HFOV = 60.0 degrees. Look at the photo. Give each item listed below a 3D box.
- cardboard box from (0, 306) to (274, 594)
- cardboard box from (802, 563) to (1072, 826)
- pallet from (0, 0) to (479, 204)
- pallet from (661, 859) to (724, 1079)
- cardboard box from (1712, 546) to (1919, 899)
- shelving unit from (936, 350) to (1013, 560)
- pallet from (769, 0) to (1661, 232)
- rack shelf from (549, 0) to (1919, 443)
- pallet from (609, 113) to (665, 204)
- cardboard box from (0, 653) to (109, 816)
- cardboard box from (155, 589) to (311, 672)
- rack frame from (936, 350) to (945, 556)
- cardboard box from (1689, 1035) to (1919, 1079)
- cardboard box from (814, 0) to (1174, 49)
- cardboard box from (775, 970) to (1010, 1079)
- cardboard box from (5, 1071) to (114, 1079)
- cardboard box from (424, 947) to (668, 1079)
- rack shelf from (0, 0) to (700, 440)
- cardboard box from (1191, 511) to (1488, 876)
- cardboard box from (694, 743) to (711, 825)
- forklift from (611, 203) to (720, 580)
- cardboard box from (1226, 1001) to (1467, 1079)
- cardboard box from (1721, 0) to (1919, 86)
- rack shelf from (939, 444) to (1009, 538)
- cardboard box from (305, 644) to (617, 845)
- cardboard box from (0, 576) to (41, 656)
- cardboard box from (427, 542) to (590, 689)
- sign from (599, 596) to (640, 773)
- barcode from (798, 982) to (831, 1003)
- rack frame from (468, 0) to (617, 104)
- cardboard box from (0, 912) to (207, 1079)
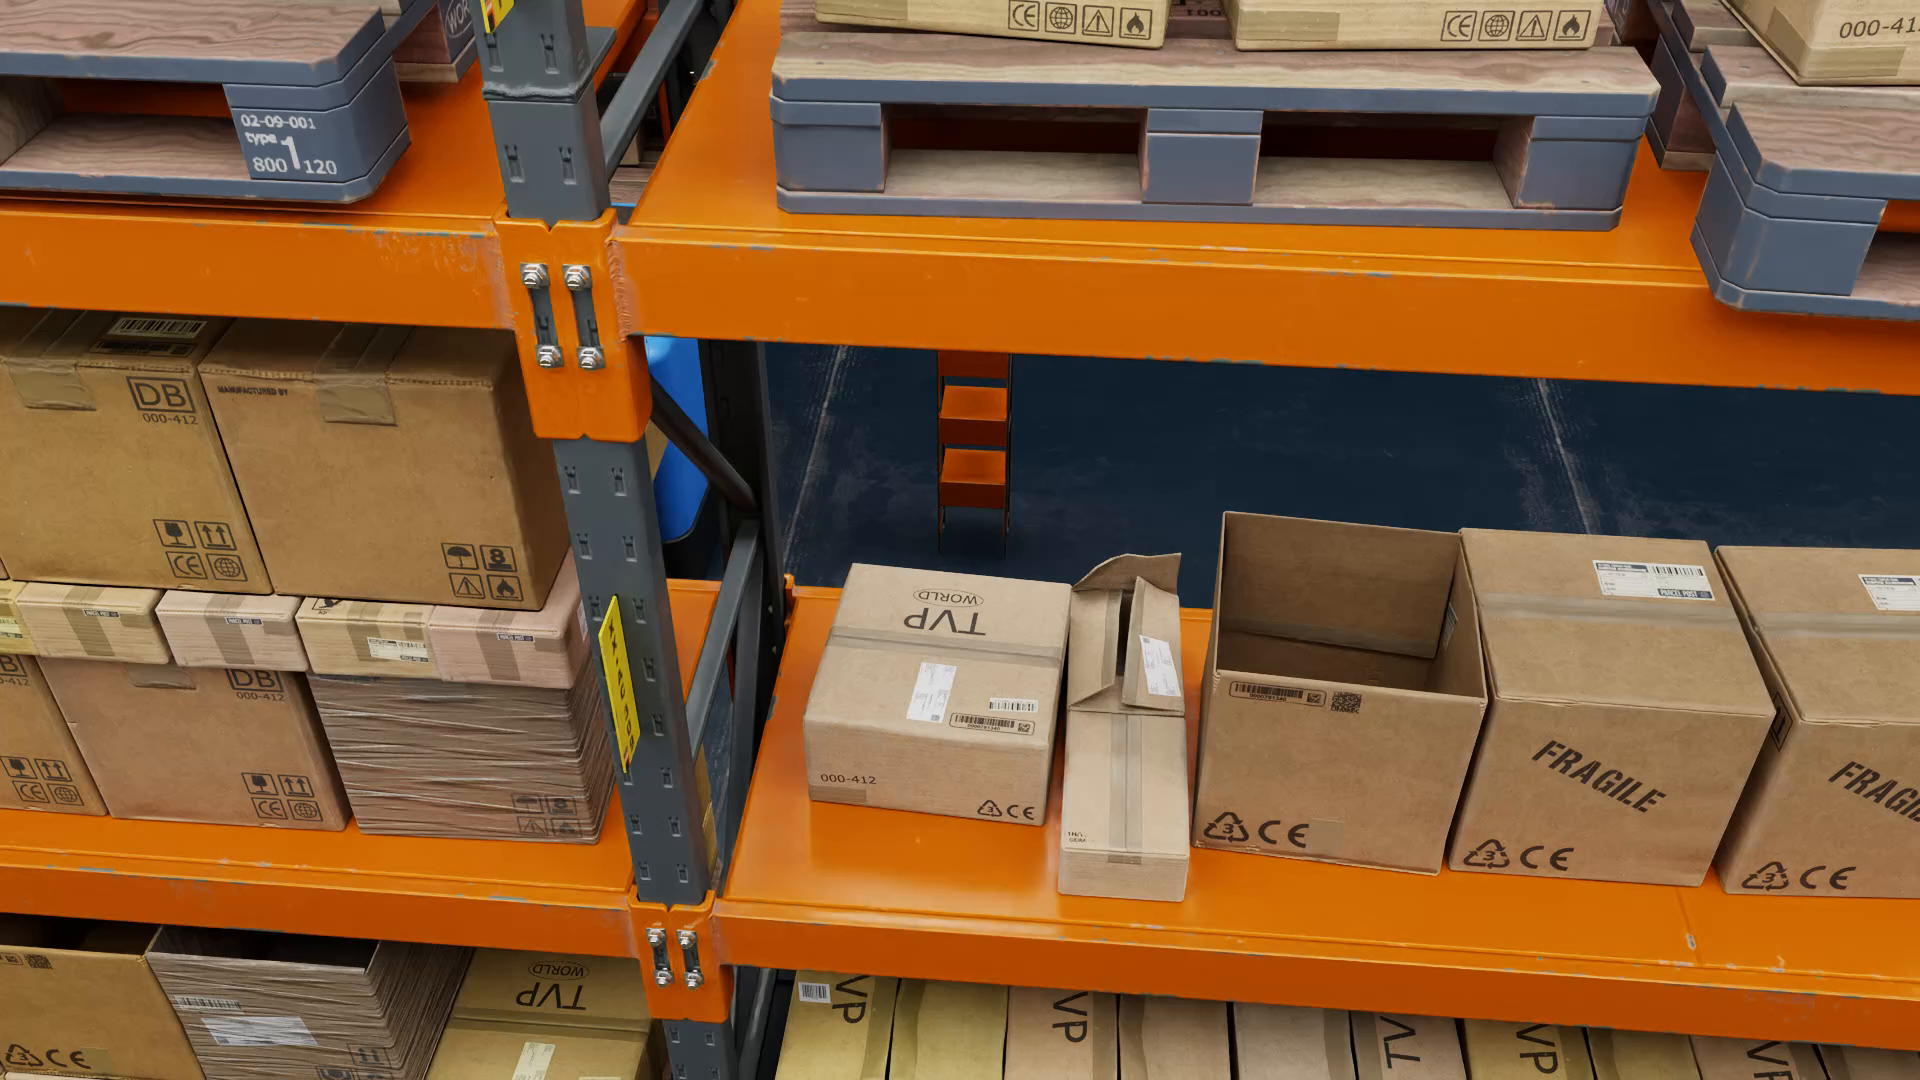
[{"bbox_3d":[-1.476,-0.323,3.164,0.500,0.500,0.700,3,39,4],"label":"cardboard box"},{"bbox_3d":[-0.035,0.323,3.595,0.500,0.250,0.500,5,39,7],"label":"cardboard box"},{"bbox_3d":[-1.382,-0.893,2.665,1.213,0.211,1.003,3,39,4],"label":"pallet"},{"bbox_3d":[-1.318,1.278,4.513,1.213,0.211,1.003,3,39,4],"label":"pallet"},{"bbox_3d":[1.782,0.364,3.348,0.500,0.500,0.500,1,39,1],"label":"cardboard box"},{"bbox_3d":[0.053,-0.404,5.915,0.252,1.050,0.215,3,39,4],"label":"shelving unit"},{"bbox_3d":[0.350,-0.784,2.612,1.217,0.209,0.805,2,39,2],"label":"pallet"},{"bbox_3d":[1.463,-0.510,2.694,4.000,0.370,1.077,3,39,4],"label":"rack shelf"},{"bbox_3d":[-1.997,-1.848,8.353,1.213,0.211,1.003,3,39,4],"label":"pallet"},{"bbox_3d":[-1.998,0.152,3.607,0.500,0.500,0.700,4,39,5],"label":"cardboard box"},{"bbox_3d":[-1.326,0.068,3.197,0.250,0.149,0.380,2,39,3],"label":"cardboard box"},{"bbox_3d":[-0.068,-0.411,5.923,0.008,1.050,0.200,3,39,4],"label":"rack frame"},{"bbox_3d":[1.891,1.243,3.749,0.500,0.311,0.500,3,39,4],"label":"cardboard box"},{"bbox_3d":[0.083,-0.963,2.467,0.500,0.250,0.500,7,40,8],"label":"cardboard box"},{"bbox_3d":[-0.139,1.131,3.886,0.500,0.311,0.500,3,39,4],"label":"cardboard box"},{"bbox_3d":[-2.007,1.230,4.208,0.500,0.250,0.500,3,39,4],"label":"cardboard box"},{"bbox_3d":[-1.010,1.281,4.145,0.500,0.250,0.500,3,39,4],"label":"cardboard box"},{"bbox_3d":[-2.522,-0.727,2.961,4.000,0.370,1.077,3,39,4],"label":"rack shelf"},{"bbox_3d":[0.759,0.308,3.417,0.500,0.500,0.500,6,40,7],"label":"cardboard box"},{"bbox_3d":[-0.965,0.656,4.319,0.500,0.500,0.500,3,39,4],"label":"cardboard box"},{"bbox_3d":[-2.380,-1.318,5.548,3.031,2.935,1.130,4,39,5],"label":"forklift"},{"bbox_3d":[0.875,1.189,3.814,0.500,0.311,0.500,2,39,2],"label":"cardboard box"},{"bbox_3d":[1.370,-0.860,2.340,0.500,0.250,0.500,0,39,0],"label":"cardboard box"},{"bbox_3d":[0.053,-0.180,6.097,0.240,0.259,0.215,3,39,4],"label":"rack shelf"},{"bbox_3d":[-0.972,0.207,3.541,0.500,0.500,0.700,2,39,3],"label":"cardboard box"},{"bbox_3d":[-1.833,0.039,3.233,0.250,0.149,0.380,3,39,4],"label":"cardboard box"},{"bbox_3d":[-0.819,0.095,3.164,0.250,0.149,0.380,3,39,4],"label":"cardboard box"},{"bbox_3d":[-0.576,0.248,2.820,0.005,0.325,0.100,3,39,4],"label":"sign"},{"bbox_3d":[-0.311,0.968,3.556,0.075,0.075,0.001,3,39,4],"label":"barcode"},{"bbox_3d":[-0.530,-2.061,1.654,0.127,3.000,1.000,3,39,4],"label":"rack frame"},{"bbox_3d":[-2.006,0.931,3.981,0.500,0.500,0.500,3,39,4],"label":"cardboard box"}]
